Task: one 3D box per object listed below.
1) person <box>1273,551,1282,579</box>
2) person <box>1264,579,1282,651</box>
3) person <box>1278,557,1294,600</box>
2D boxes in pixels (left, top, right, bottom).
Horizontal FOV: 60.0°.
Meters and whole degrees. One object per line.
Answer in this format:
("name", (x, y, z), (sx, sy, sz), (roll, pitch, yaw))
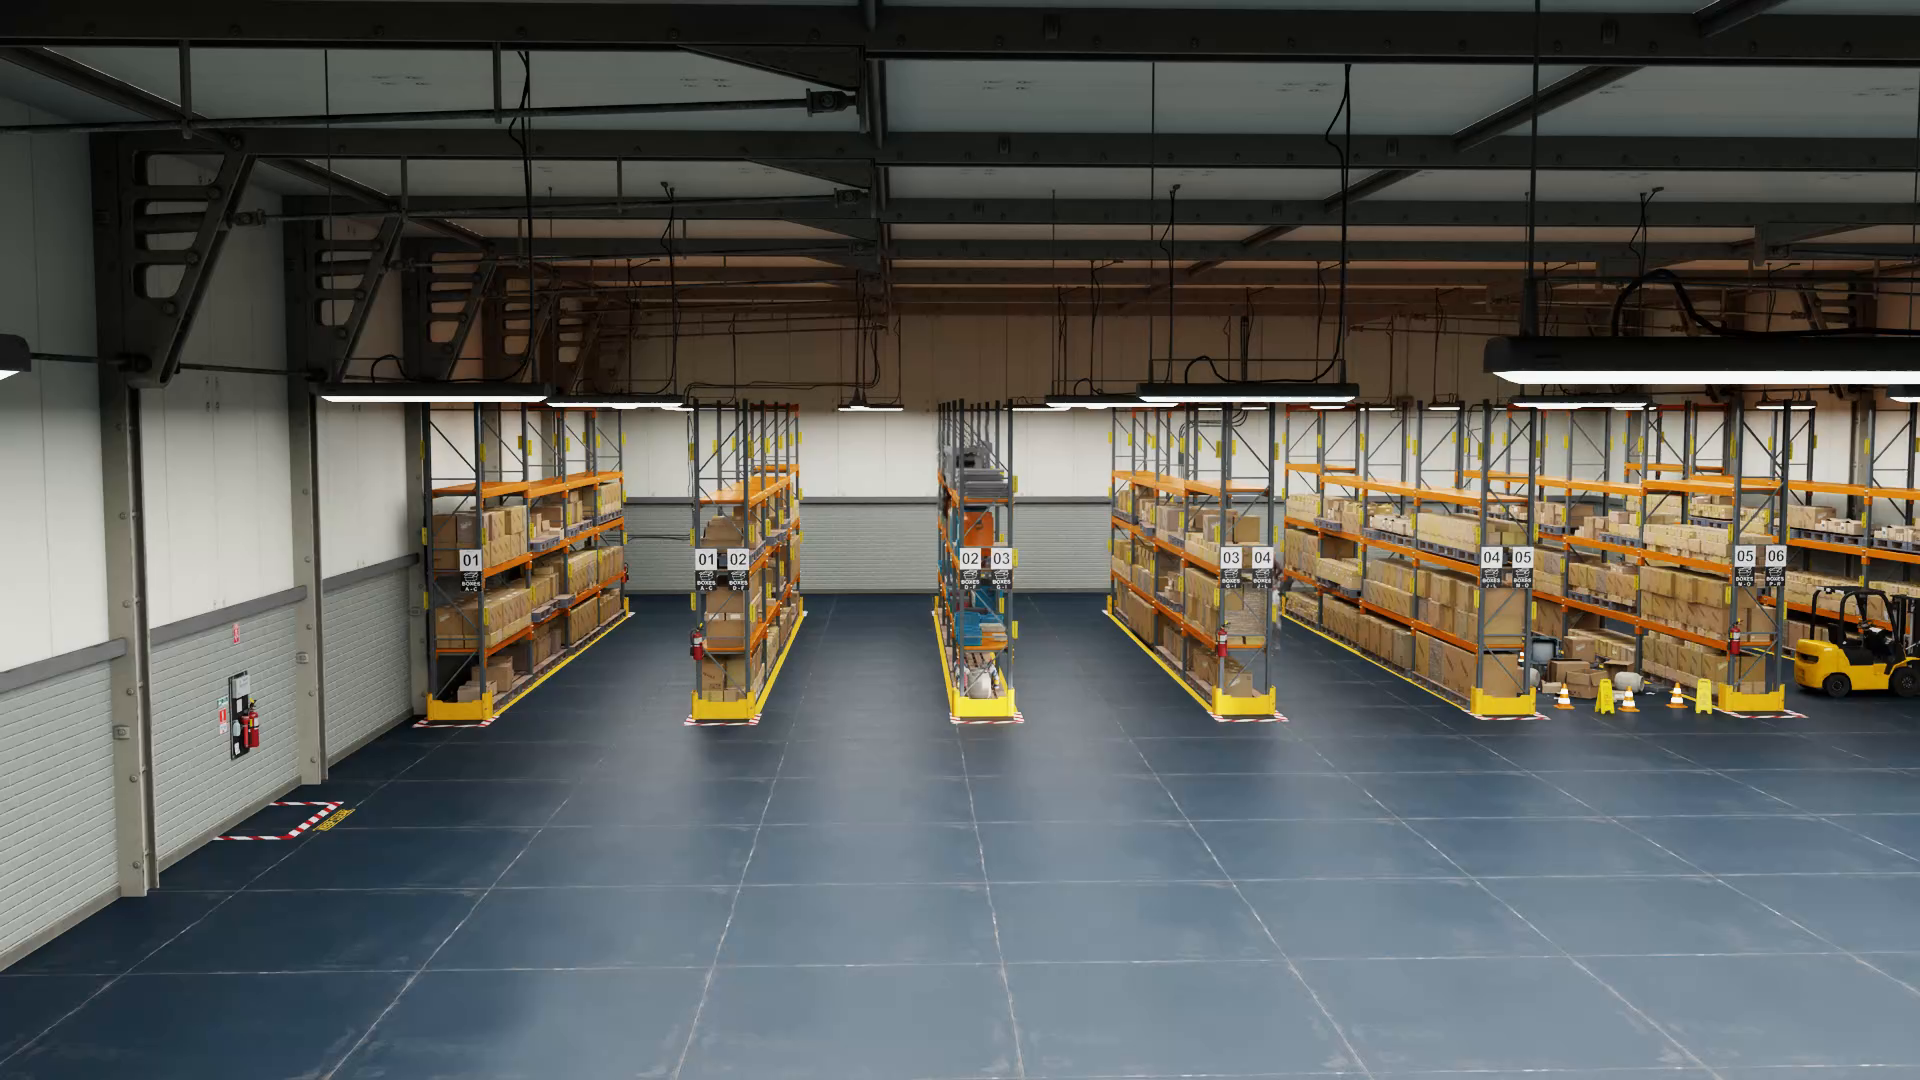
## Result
("person", (9.107, 1.180, 48.853), (0.651, 1.739, 0.843), (0, 4, -5))
("person", (7.591, 1.809, 40.459), (0.557, 1.737, 0.816), (-1, 4, -10))
("person", (9.599, 1.217, 48.936), (0.568, 1.636, 0.578), (-1, 4, -8))
